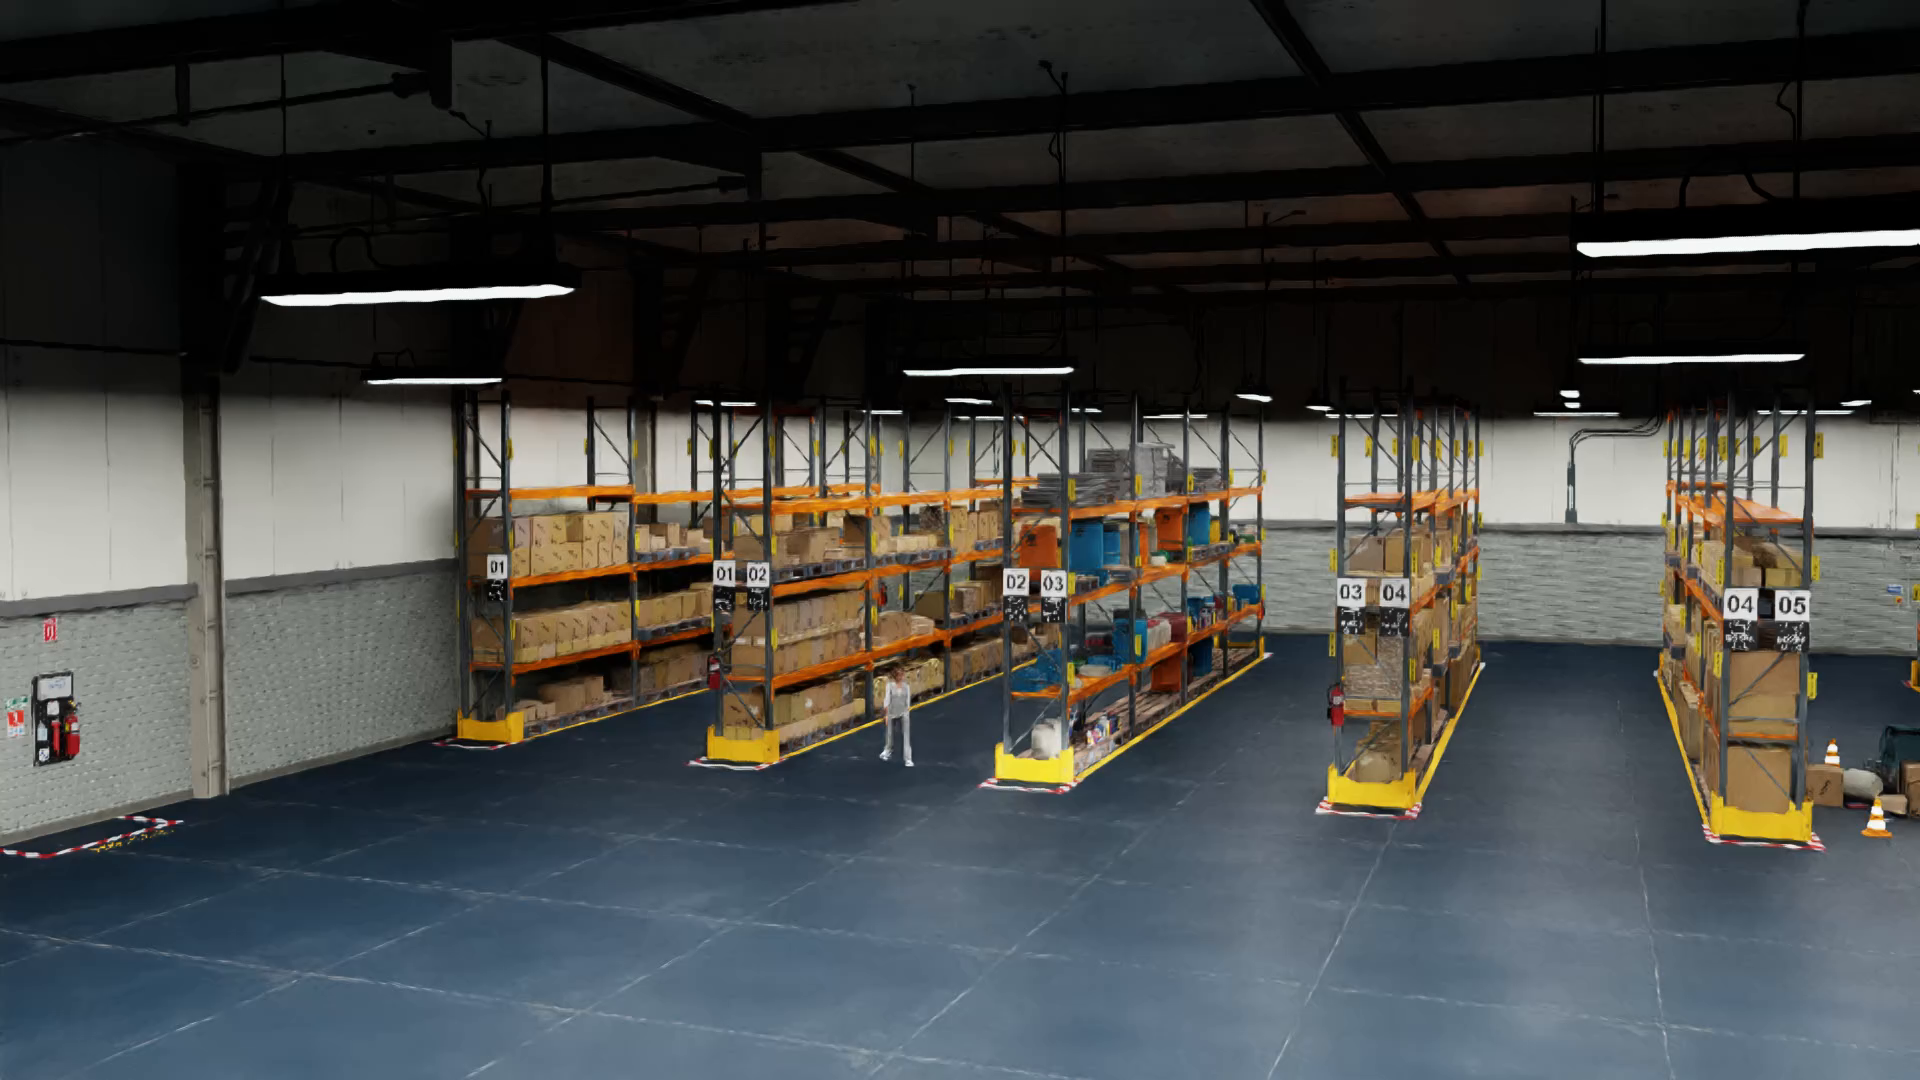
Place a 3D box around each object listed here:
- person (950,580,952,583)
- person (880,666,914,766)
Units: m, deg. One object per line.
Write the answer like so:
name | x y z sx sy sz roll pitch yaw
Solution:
person | -0.258 1.819 43.497 0.625 1.596 0.517 1 3 19
person | -1.013 2.770 26.328 0.486 1.546 0.862 0 3 -8
